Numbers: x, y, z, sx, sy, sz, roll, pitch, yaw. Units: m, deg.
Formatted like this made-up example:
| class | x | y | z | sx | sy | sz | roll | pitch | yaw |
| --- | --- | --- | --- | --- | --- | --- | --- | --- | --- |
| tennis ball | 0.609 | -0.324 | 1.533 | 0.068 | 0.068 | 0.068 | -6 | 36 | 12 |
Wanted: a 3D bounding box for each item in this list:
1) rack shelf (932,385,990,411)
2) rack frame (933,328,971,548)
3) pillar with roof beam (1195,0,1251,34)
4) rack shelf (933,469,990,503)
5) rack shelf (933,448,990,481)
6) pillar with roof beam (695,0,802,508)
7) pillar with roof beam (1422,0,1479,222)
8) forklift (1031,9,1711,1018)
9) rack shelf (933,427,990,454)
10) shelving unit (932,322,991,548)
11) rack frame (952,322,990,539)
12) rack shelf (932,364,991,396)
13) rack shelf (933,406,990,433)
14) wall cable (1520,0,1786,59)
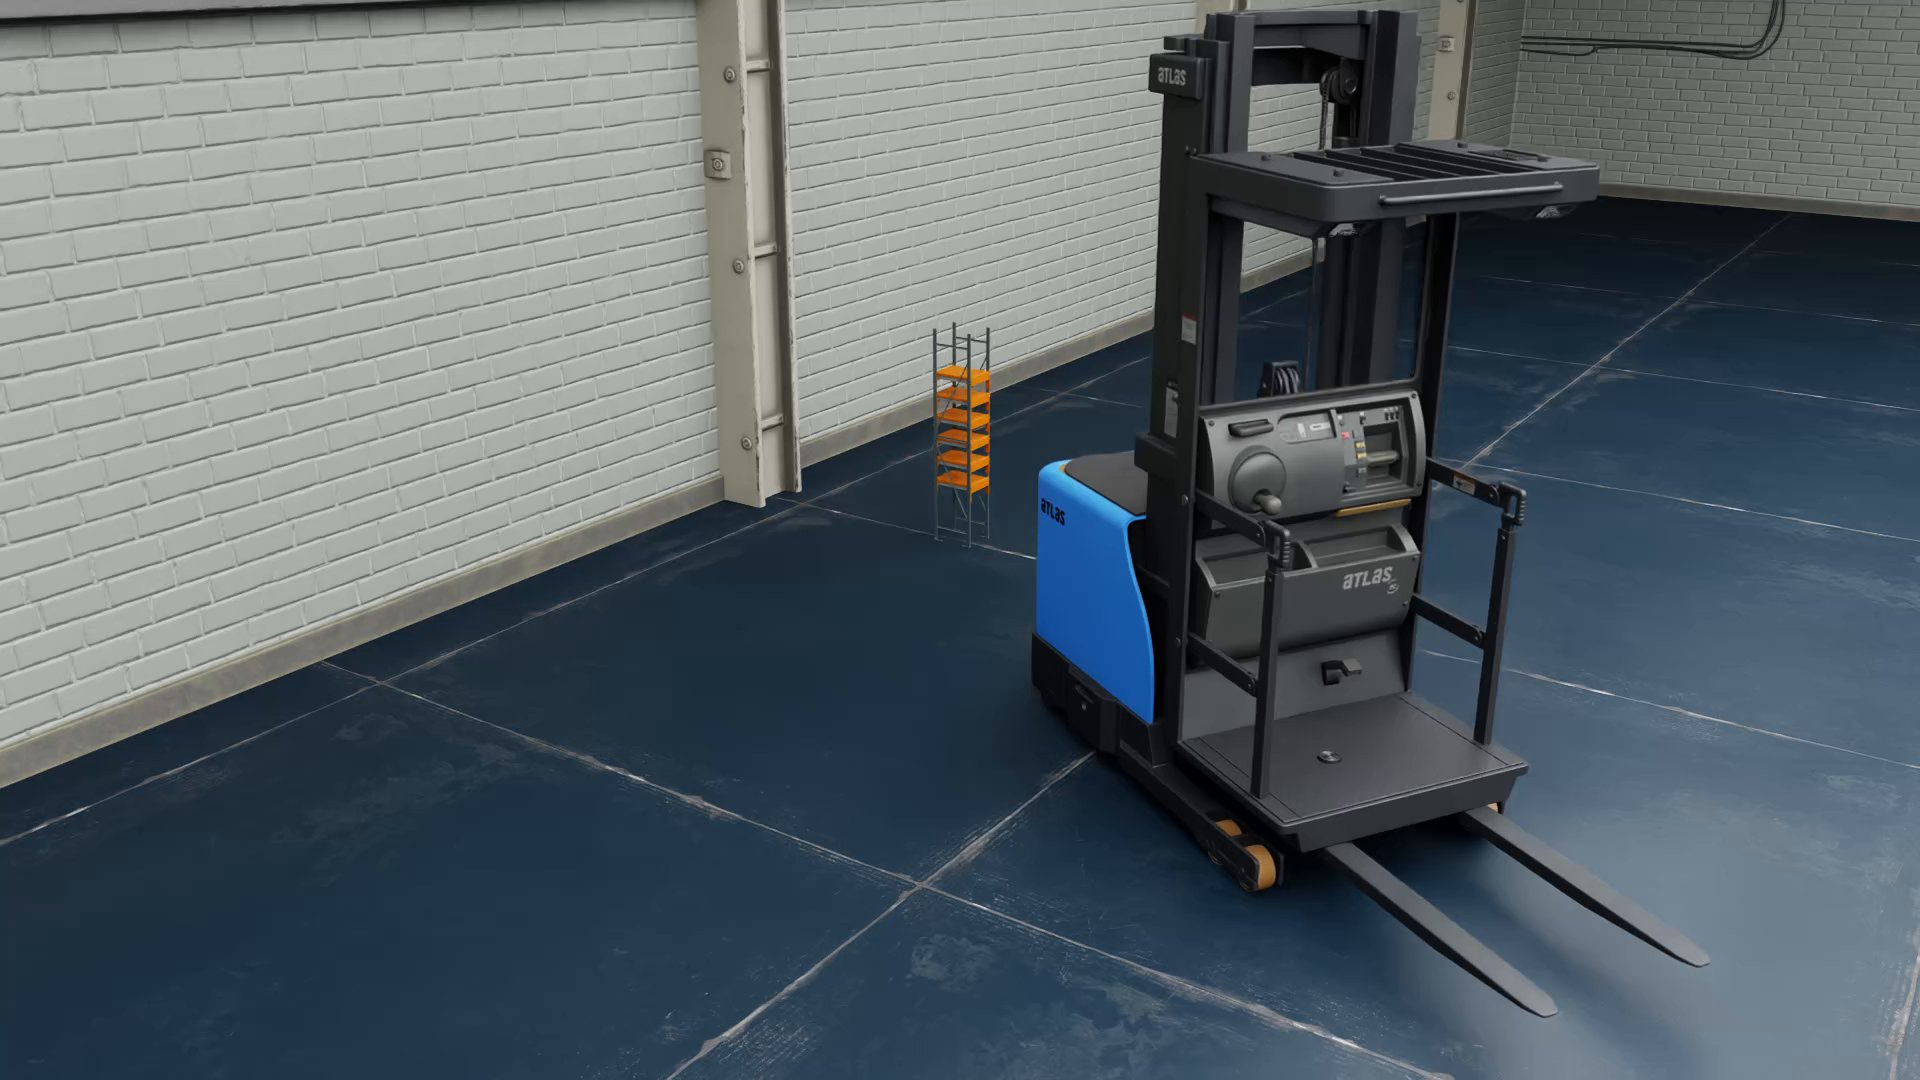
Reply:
| class | x | y | z | sx | sy | sz | roll | pitch | yaw |
| --- | --- | --- | --- | --- | --- | --- | --- | --- | --- |
| rack shelf | 0.008 | -0.750 | 9.000 | 0.258 | 0.103 | 0.180 | 13 | 24 | 32 |
| rack frame | -0.043 | -0.541 | 8.997 | 0.240 | 1.200 | 0.006 | 13 | 24 | 32 |
| pillar with roof beam | 5.740 | -5.378 | 10.834 | 9.100 | 9.000 | 0.400 | 13 | 24 | 32 |
| rack shelf | 0.008 | -0.300 | 9.167 | 0.258 | 0.103 | 0.180 | 13 | 24 | 32 |
| rack shelf | 0.008 | -0.413 | 9.125 | 0.258 | 0.103 | 0.180 | 13 | 24 | 32 |
| pillar with roof beam | 2.367 | -3.657 | 6.180 | 9.100 | 9.000 | 0.400 | 13 | 24 | 32 |
| pillar with roof beam | 9.113 | -7.100 | 15.488 | 9.100 | 9.000 | 0.400 | 13 | 24 | 32 |
| forklift | 1.384 | -0.298 | 5.847 | 1.130 | 2.935 | 3.031 | -9 | 22 | -23 |
| rack shelf | 0.008 | -0.525 | 9.083 | 0.258 | 0.103 | 0.180 | 13 | 24 | 32 |
| shelving unit | 0.008 | -0.567 | 9.068 | 0.258 | 1.200 | 0.189 | 13 | 24 | 32 |
| rack frame | 0.060 | -0.593 | 9.139 | 0.240 | 1.200 | 0.006 | 13 | 24 | 32 |
| rack shelf | 0.008 | -0.863 | 8.959 | 0.258 | 0.103 | 0.180 | 13 | 24 | 32 |
| rack shelf | 0.008 | -0.638 | 9.042 | 0.258 | 0.103 | 0.180 | 13 | 24 | 32 |
| wall cable | 8.302 | -7.071 | 19.884 | 3.097 | 2.526 | 0.112 | 13 | 24 | 32 |
